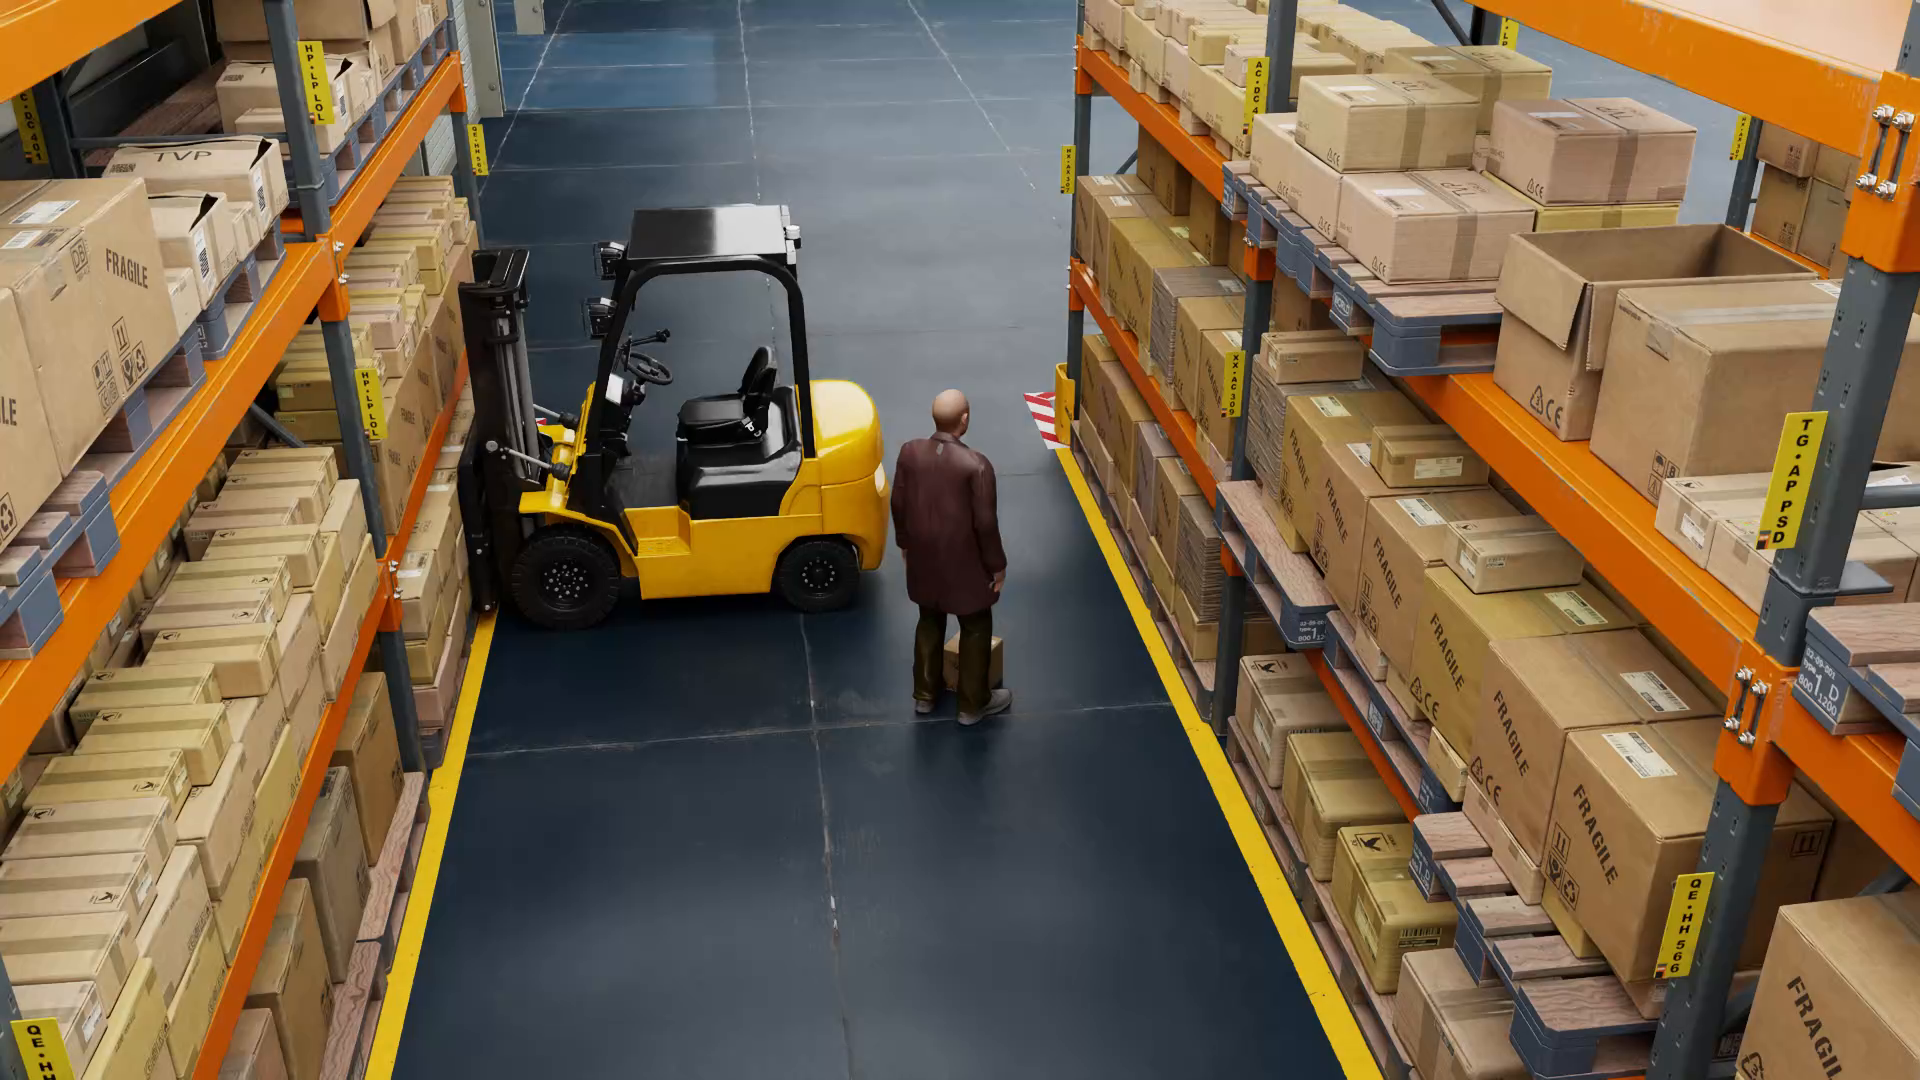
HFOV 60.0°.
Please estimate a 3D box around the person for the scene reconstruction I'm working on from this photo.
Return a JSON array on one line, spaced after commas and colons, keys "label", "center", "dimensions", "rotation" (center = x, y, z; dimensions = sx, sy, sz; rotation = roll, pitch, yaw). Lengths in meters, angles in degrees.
[{"label": "person", "center": [-0.058, 0.087, 8.463], "dimensions": [0.646, 1.772, 0.430], "rotation": [13, 29, 24]}]
